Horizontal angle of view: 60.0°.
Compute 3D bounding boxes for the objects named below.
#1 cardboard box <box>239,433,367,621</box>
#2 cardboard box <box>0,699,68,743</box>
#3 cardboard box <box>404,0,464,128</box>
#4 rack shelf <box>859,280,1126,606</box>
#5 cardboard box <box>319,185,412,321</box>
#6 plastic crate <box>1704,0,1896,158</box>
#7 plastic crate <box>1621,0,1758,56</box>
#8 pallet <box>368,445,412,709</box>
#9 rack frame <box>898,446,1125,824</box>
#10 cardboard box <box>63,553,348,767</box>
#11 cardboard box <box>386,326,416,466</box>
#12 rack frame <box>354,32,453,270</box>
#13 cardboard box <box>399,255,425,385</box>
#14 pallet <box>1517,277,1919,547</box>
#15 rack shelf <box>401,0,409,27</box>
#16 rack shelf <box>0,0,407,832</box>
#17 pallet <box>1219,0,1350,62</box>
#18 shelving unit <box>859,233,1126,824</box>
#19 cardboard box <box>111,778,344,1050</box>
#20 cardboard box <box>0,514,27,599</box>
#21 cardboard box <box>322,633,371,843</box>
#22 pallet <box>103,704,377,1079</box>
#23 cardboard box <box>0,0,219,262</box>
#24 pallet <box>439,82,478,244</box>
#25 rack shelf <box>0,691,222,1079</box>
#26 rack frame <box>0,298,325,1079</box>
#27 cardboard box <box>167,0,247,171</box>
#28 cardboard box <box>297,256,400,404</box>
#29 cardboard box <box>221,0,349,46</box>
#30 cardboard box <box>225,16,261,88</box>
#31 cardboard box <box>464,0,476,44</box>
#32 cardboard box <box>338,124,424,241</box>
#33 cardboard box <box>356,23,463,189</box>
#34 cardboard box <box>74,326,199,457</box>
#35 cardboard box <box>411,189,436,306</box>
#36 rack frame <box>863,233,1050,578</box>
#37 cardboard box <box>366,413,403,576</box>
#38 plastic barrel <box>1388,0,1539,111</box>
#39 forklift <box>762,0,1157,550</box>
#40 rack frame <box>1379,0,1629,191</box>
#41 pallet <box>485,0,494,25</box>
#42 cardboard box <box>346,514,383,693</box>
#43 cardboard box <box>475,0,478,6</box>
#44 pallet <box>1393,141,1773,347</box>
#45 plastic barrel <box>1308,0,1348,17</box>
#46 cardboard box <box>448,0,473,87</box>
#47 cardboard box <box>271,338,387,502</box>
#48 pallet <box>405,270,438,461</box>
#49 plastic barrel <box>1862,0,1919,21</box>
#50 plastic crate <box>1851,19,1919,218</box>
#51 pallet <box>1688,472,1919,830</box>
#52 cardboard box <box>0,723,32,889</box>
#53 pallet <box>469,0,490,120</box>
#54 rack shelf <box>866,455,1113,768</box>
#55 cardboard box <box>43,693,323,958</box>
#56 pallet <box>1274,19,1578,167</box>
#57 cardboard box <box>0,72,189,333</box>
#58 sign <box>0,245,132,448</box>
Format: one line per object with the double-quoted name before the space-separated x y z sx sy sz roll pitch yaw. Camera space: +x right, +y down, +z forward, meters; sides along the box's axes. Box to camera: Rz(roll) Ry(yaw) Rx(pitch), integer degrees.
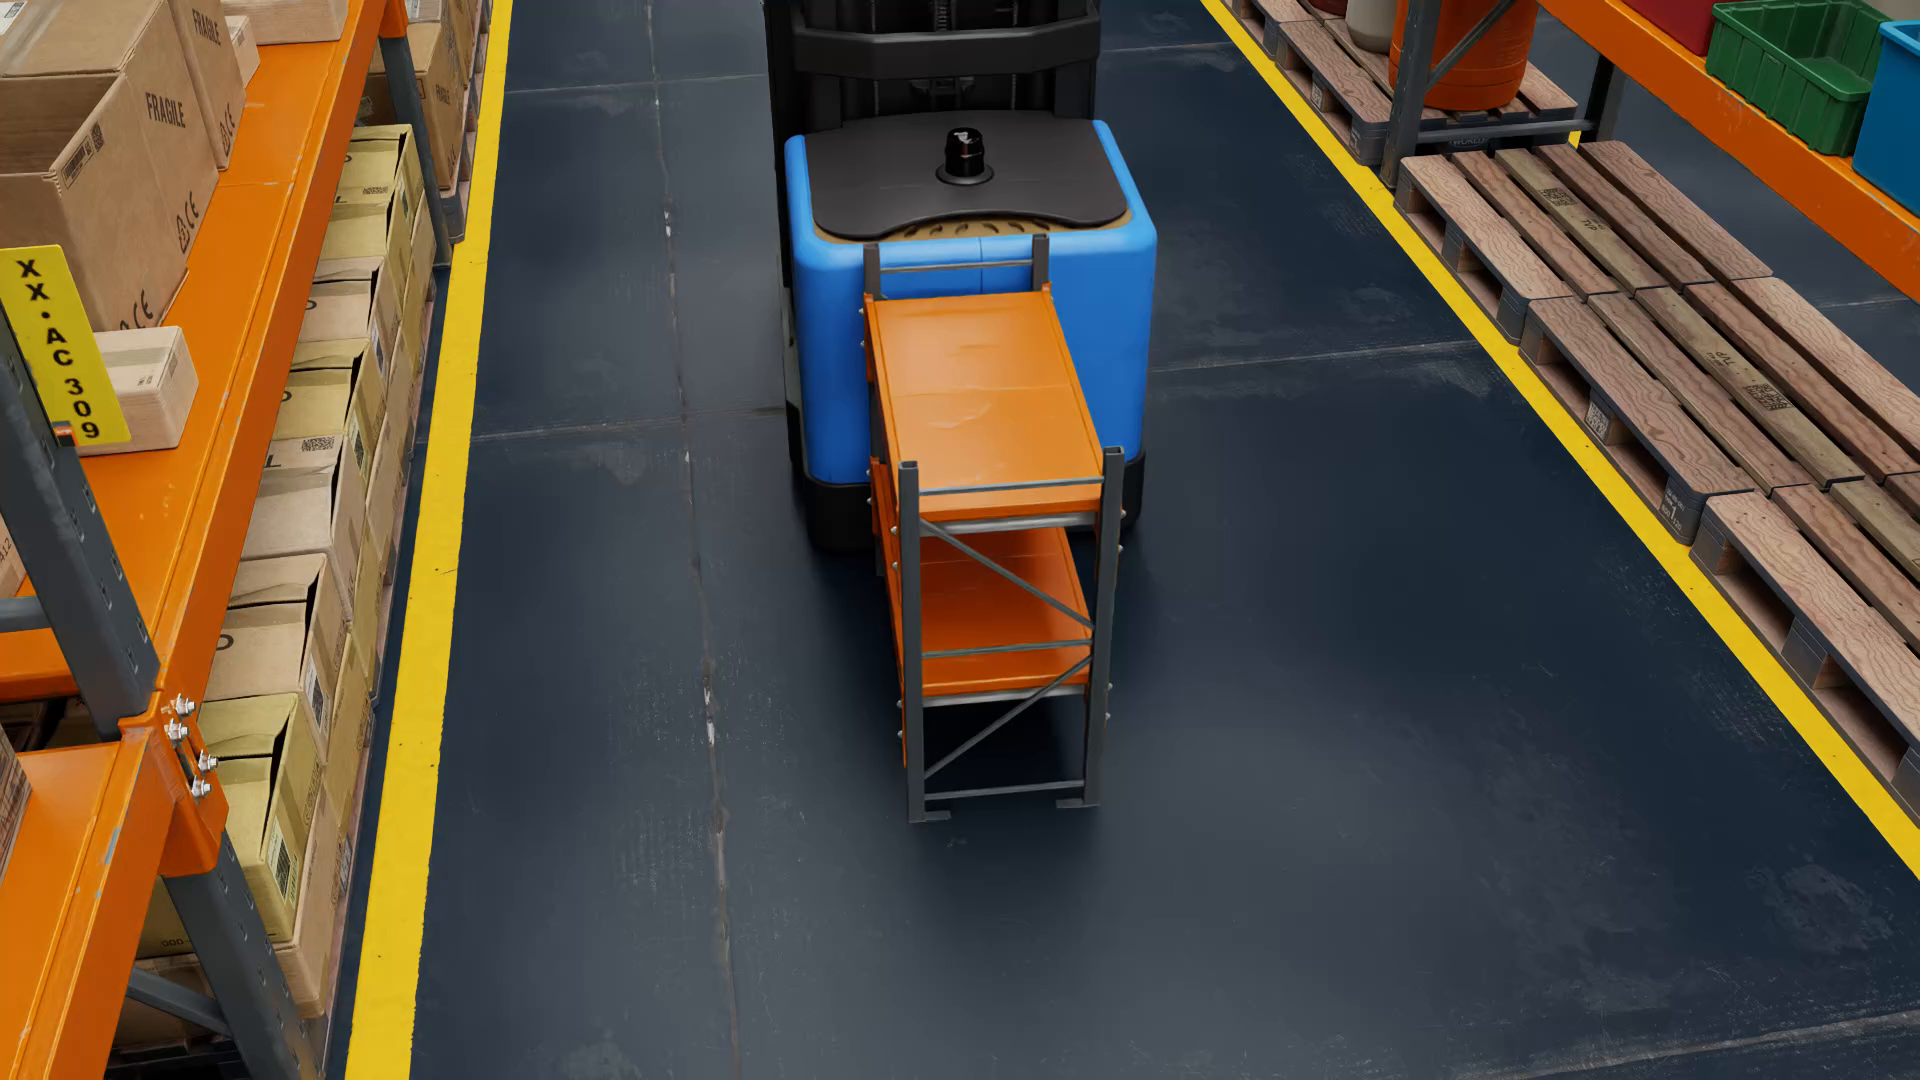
"cardboard box" -1.838 -0.032 4.288 0.500 0.311 0.500 -7 38 -9
"cardboard box" -2.287 0.332 3.819 0.500 0.311 0.500 -5 38 -7
"cardboard box" -2.434 -2.063 7.139 0.500 0.500 0.500 -8 38 -10
"rack shelf" 0.052 -0.278 4.214 0.538 0.278 1.000 -4 38 -5
"cardboard box" -2.106 -0.953 5.474 0.500 0.311 0.500 -7 38 -9
"plastic crate" 2.457 -1.307 4.660 0.450 0.188 0.662 -6 38 -8
"plastic crate" 2.321 -1.802 5.072 0.402 0.464 0.583 -6 38 -8
"pallet" -2.222 0.083 4.971 1.003 0.211 1.213 -6 38 -8
"rack frame" 0.114 0.263 3.995 0.500 1.125 0.032 -4 38 -5
"cardboard box" -1.747 0.280 3.886 0.500 0.311 0.500 -7 38 -8
"cardboard box" -2.027 -0.428 5.255 0.500 0.250 0.500 -5 38 -7
"rack frame" -2.538 -2.255 5.708 1.000 3.000 0.127 -6 38 -8
"cardboard box" -2.112 -0.732 5.647 0.500 0.250 0.500 -7 38 -8
"pallet" 2.647 -0.477 5.692 1.003 0.211 1.213 -6 38 -8
"rack shelf" -2.889 -3.179 7.483 1.077 0.370 4.000 -6 38 -8
"rack shelf" -2.187 -0.763 4.373 1.077 0.370 4.000 -6 38 -8
"pallet" 1.950 -2.891 8.800 1.003 0.211 1.213 -6 38 -8
"shelving unit" 0.052 -0.047 4.393 0.538 1.125 1.048 -4 38 -5
"cardboard box" -1.664 0.811 3.660 0.500 0.250 0.500 -7 38 -9
"cardboard box" -1.966 -0.072 3.020 0.500 0.250 0.500 -4 38 -5
"cardboard box" -1.752 0.502 4.058 0.500 0.250 0.500 -5 38 -7
"pallet" -2.004 0.821 4.021 1.003 0.211 1.213 -6 38 -8
"cardboard box" -2.135 -0.965 3.965 0.500 0.500 0.500 -6 38 -8
"pallet" -2.632 -1.609 7.149 1.003 0.211 1.213 -6 38 -8
"rack shelf" -1.486 1.653 1.263 1.077 0.370 4.000 -6 38 -8
"rack frame" -1.840 0.161 2.597 0.949 2.616 0.053 -6 38 -8
"cardboard box" -2.228 -1.283 4.375 0.500 0.500 0.500 -8 39 -10
"cardboard box" -2.020 -0.648 5.081 0.500 0.311 0.500 -6 38 -8
"cardboard box" -2.108 -1.642 5.124 0.380 0.149 0.250 -6 38 -8
"cardboard box" -2.259 -1.392 4.801 0.380 0.149 0.250 -4 38 -5
"cardboard box" -2.613 -2.681 7.935 0.500 0.500 0.500 -7 38 -9
"cardboard box" -2.204 -1.267 5.877 0.500 0.311 0.500 -5 38 -7
"cardboard box" -2.336 -1.747 6.733 0.500 0.500 0.500 -5 38 -6
"cardboard box" -1.791 -0.297 3.392 0.380 0.149 0.250 -6 38 -8
"cardboard box" -2.206 -1.043 6.047 0.500 0.250 0.500 -5 38 -7
"rack frame" -0.009 -0.356 4.792 0.500 1.125 0.032 -4 38 -5
"cardboard box" -1.934 -0.118 4.856 0.500 0.250 0.500 -6 38 -7
"plastic barrel" 2.237 -2.388 7.305 0.600 0.830 0.708 -6 38 -8
"forklift" -0.121 -2.024 5.466 1.130 2.935 3.031 -4 38 -5
"rack frame" 2.339 -2.785 6.390 1.000 3.000 0.127 -6 38 -8
"pallet" -3.059 -3.082 9.046 1.003 0.211 1.213 -6 38 -8
"cardboard box" -1.845 0.189 4.460 0.500 0.250 0.500 -7 38 -9
"cardboard box" -2.705 -2.988 8.330 0.500 0.500 0.500 -6 38 -7
"pallet" 2.437 -1.212 6.638 1.003 0.211 1.213 -6 38 -8
"plastic barrel" 2.039 -2.975 8.257 0.600 0.588 0.708 -6 38 -8
"cardboard box" -2.517 -2.366 7.530 0.500 0.500 0.500 -7 38 -9
"cardboard box" -1.935 -0.345 4.691 0.500 0.311 0.500 -5 38 -7
"pallet" -2.432 -0.652 5.918 1.003 0.211 1.213 -6 38 -8
"plastic barrel" 2.884 -1.729 4.920 0.433 0.535 0.433 0 38 0
"plastic crate" 2.541 -0.996 4.100 0.392 0.384 0.575 -6 38 -8
"pallet" 2.865 0.262 4.741 1.003 0.211 1.213 -6 38 -8
"cardboard box" -1.753 0.389 2.223 0.700 0.500 0.500 -7 38 -9
"pallet" -2.842 -2.344 8.095 1.003 0.211 1.213 -6 38 -8
"rack shelf" 0.052 0.146 4.543 0.538 0.278 1.000 -4 38 -5
"cardboard box" -1.664 0.583 3.496 0.500 0.311 0.500 -6 38 -8
"pallet" 2.160 -2.156 7.853 1.003 0.211 1.213 -6 38 -8
"cardboard box" -2.048 -0.662 3.576 0.500 0.500 0.500 -4 38 -5
"sign" -1.291 -0.273 2.386 0.100 0.325 0.005 -6 38 -8
